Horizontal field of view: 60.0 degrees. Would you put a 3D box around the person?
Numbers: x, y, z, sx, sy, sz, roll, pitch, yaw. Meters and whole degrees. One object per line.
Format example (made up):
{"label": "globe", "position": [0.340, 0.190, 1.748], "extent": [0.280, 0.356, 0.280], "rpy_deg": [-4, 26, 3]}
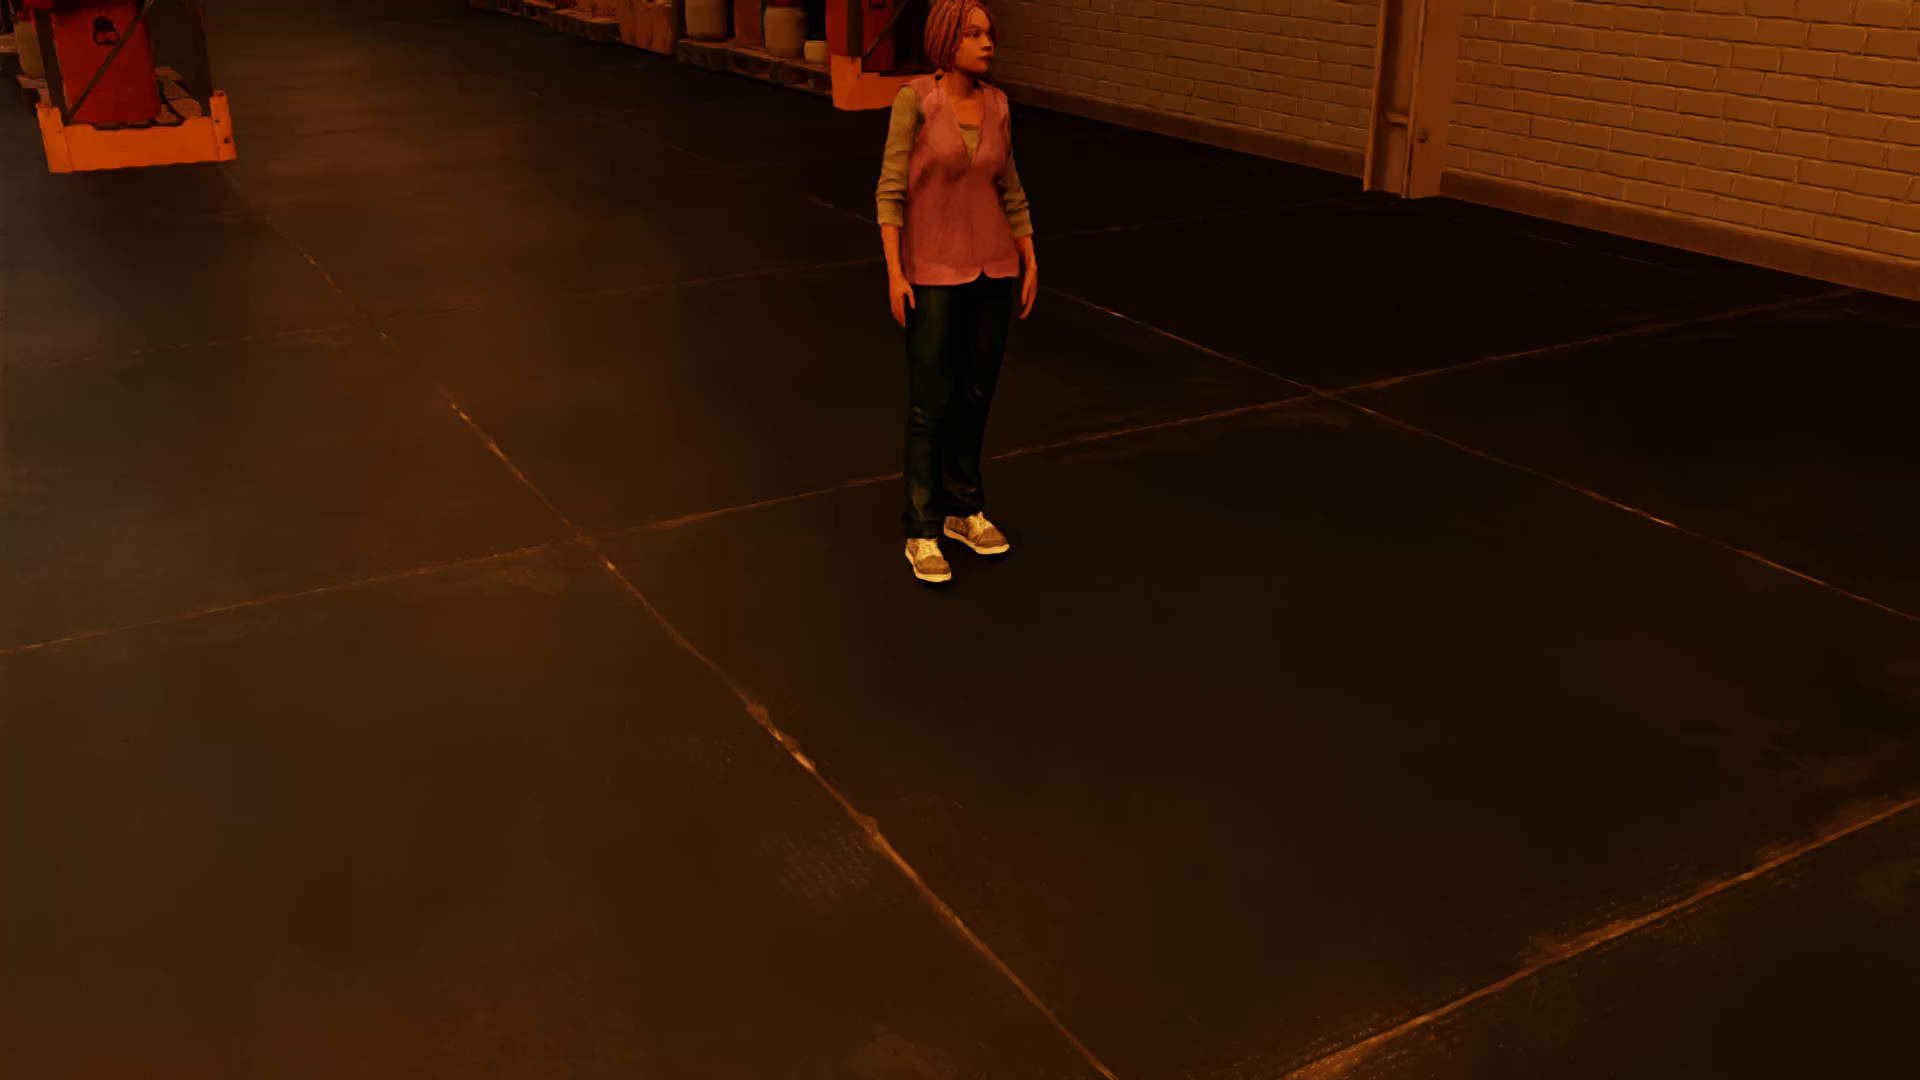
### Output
{"label": "person", "position": [0.025, -0.718, 4.763], "extent": [0.520, 1.597, 0.474], "rpy_deg": [-12, 25, -28]}
